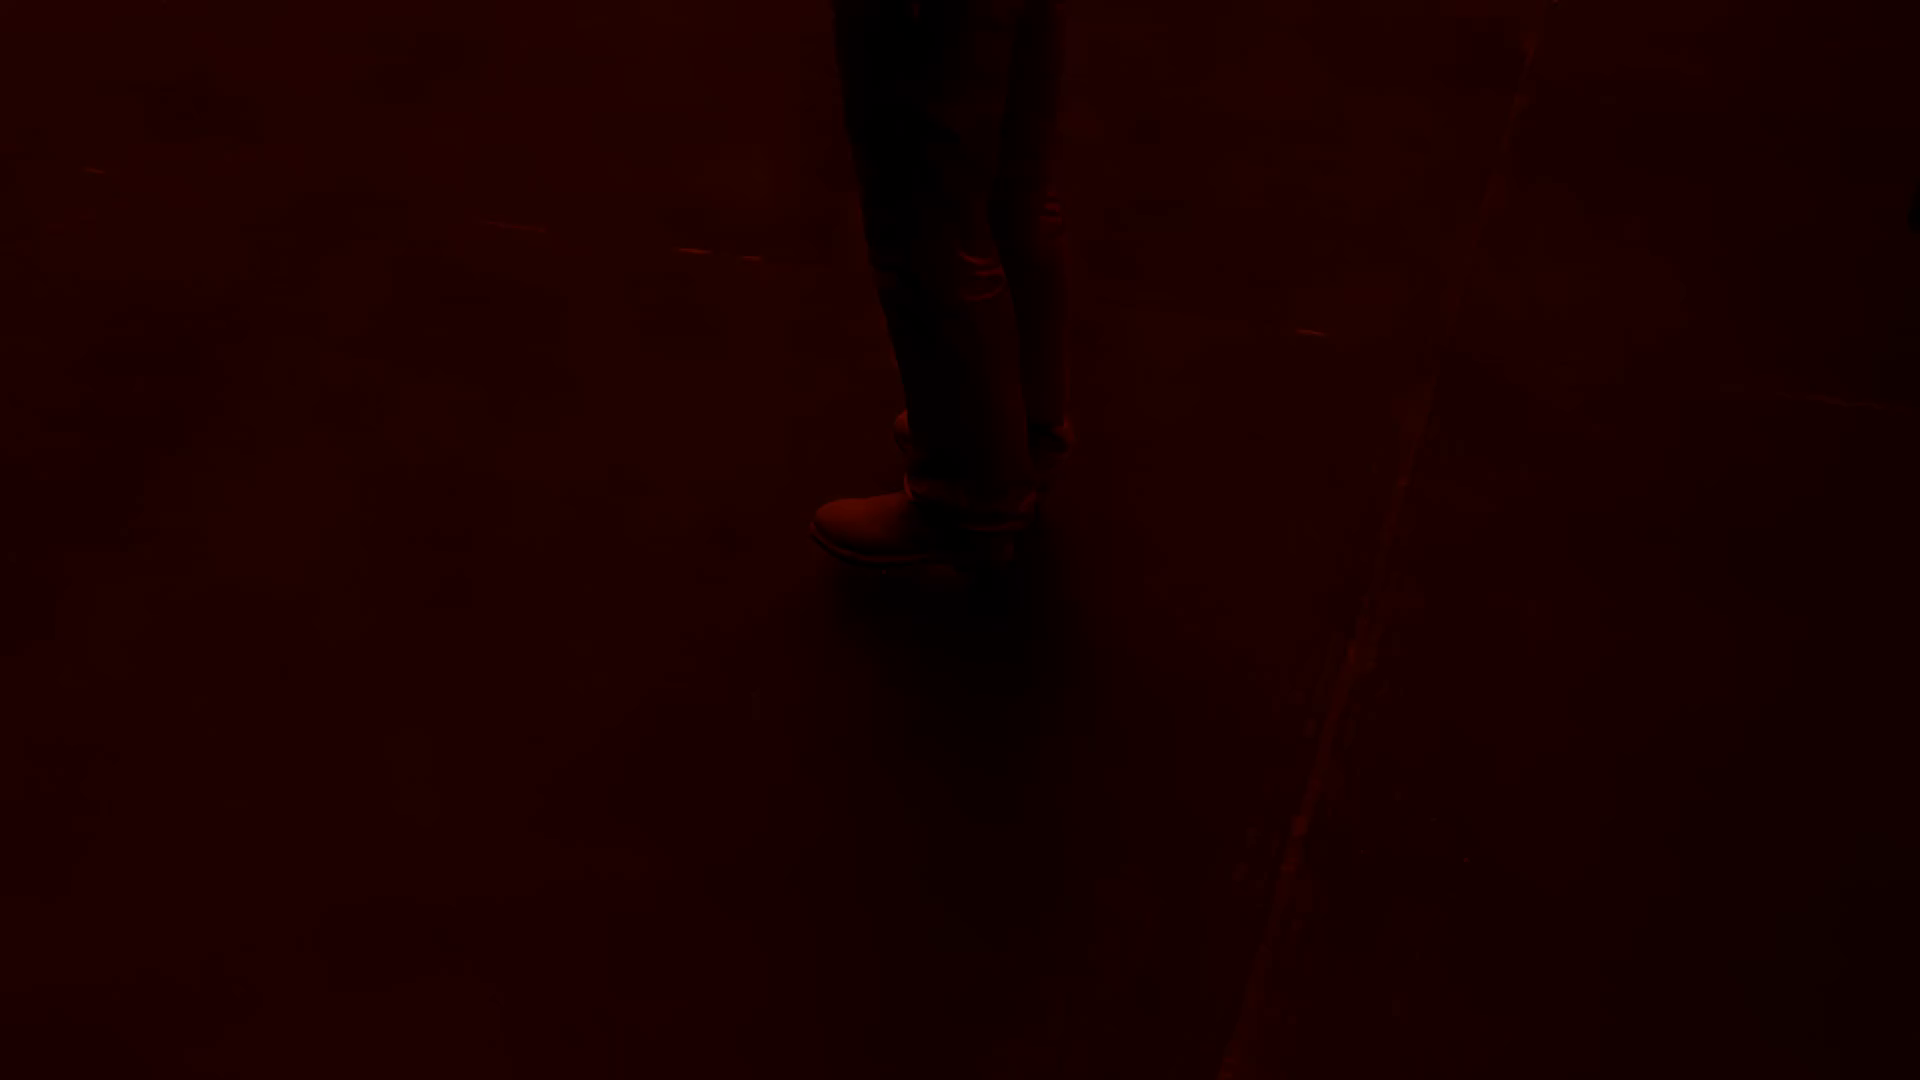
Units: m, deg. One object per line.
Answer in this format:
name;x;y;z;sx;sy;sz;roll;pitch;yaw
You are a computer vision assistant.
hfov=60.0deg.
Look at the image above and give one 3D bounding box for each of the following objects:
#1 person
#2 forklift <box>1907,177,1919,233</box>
person;-0.008;-0.806;2.044;0.356;1.776;0.529;10;31;18
forklift;3.584;-1.887;2.858;3.031;2.935;1.130;-9;31;-16
